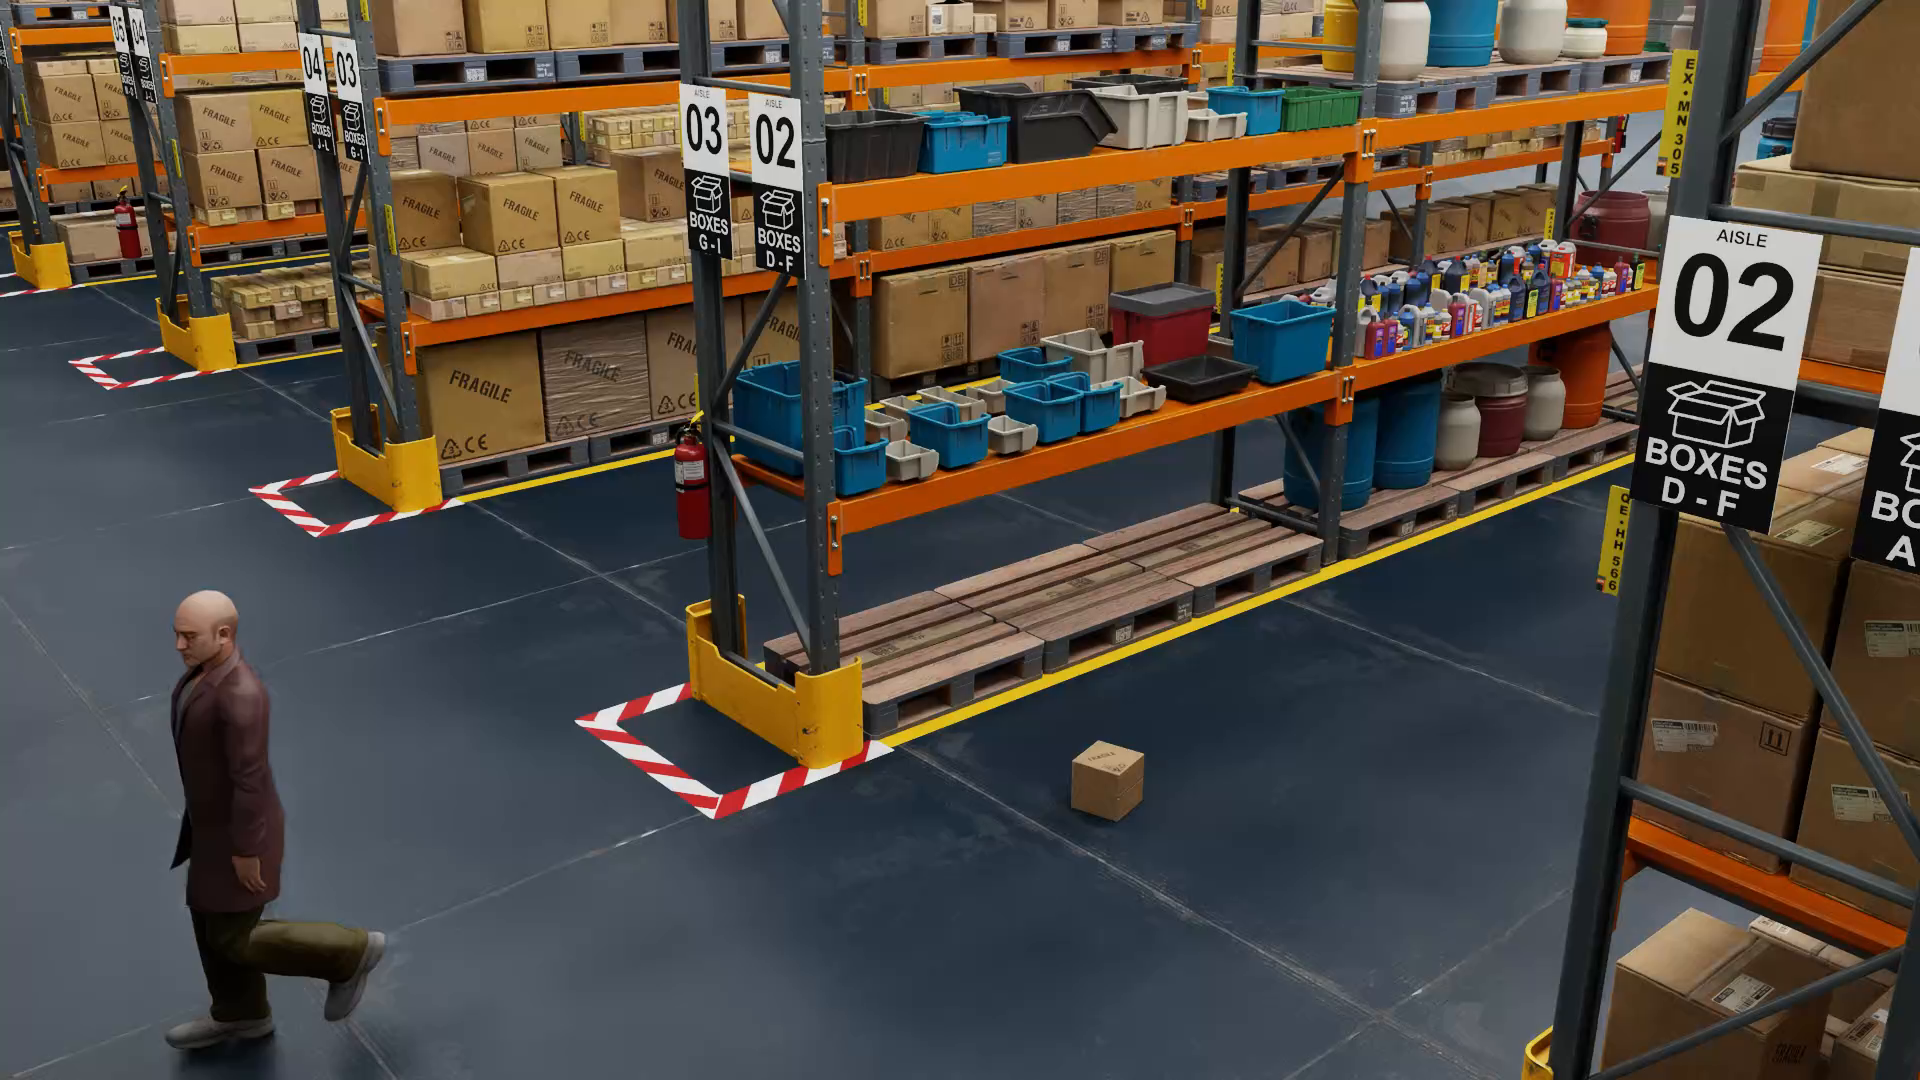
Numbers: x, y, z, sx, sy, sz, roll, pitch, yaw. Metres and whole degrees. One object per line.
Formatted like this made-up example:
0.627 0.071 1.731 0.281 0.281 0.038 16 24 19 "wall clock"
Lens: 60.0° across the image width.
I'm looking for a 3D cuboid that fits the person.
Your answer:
-2.551 1.009 5.948 0.776 1.759 0.615 -12 24 -29 "person"
